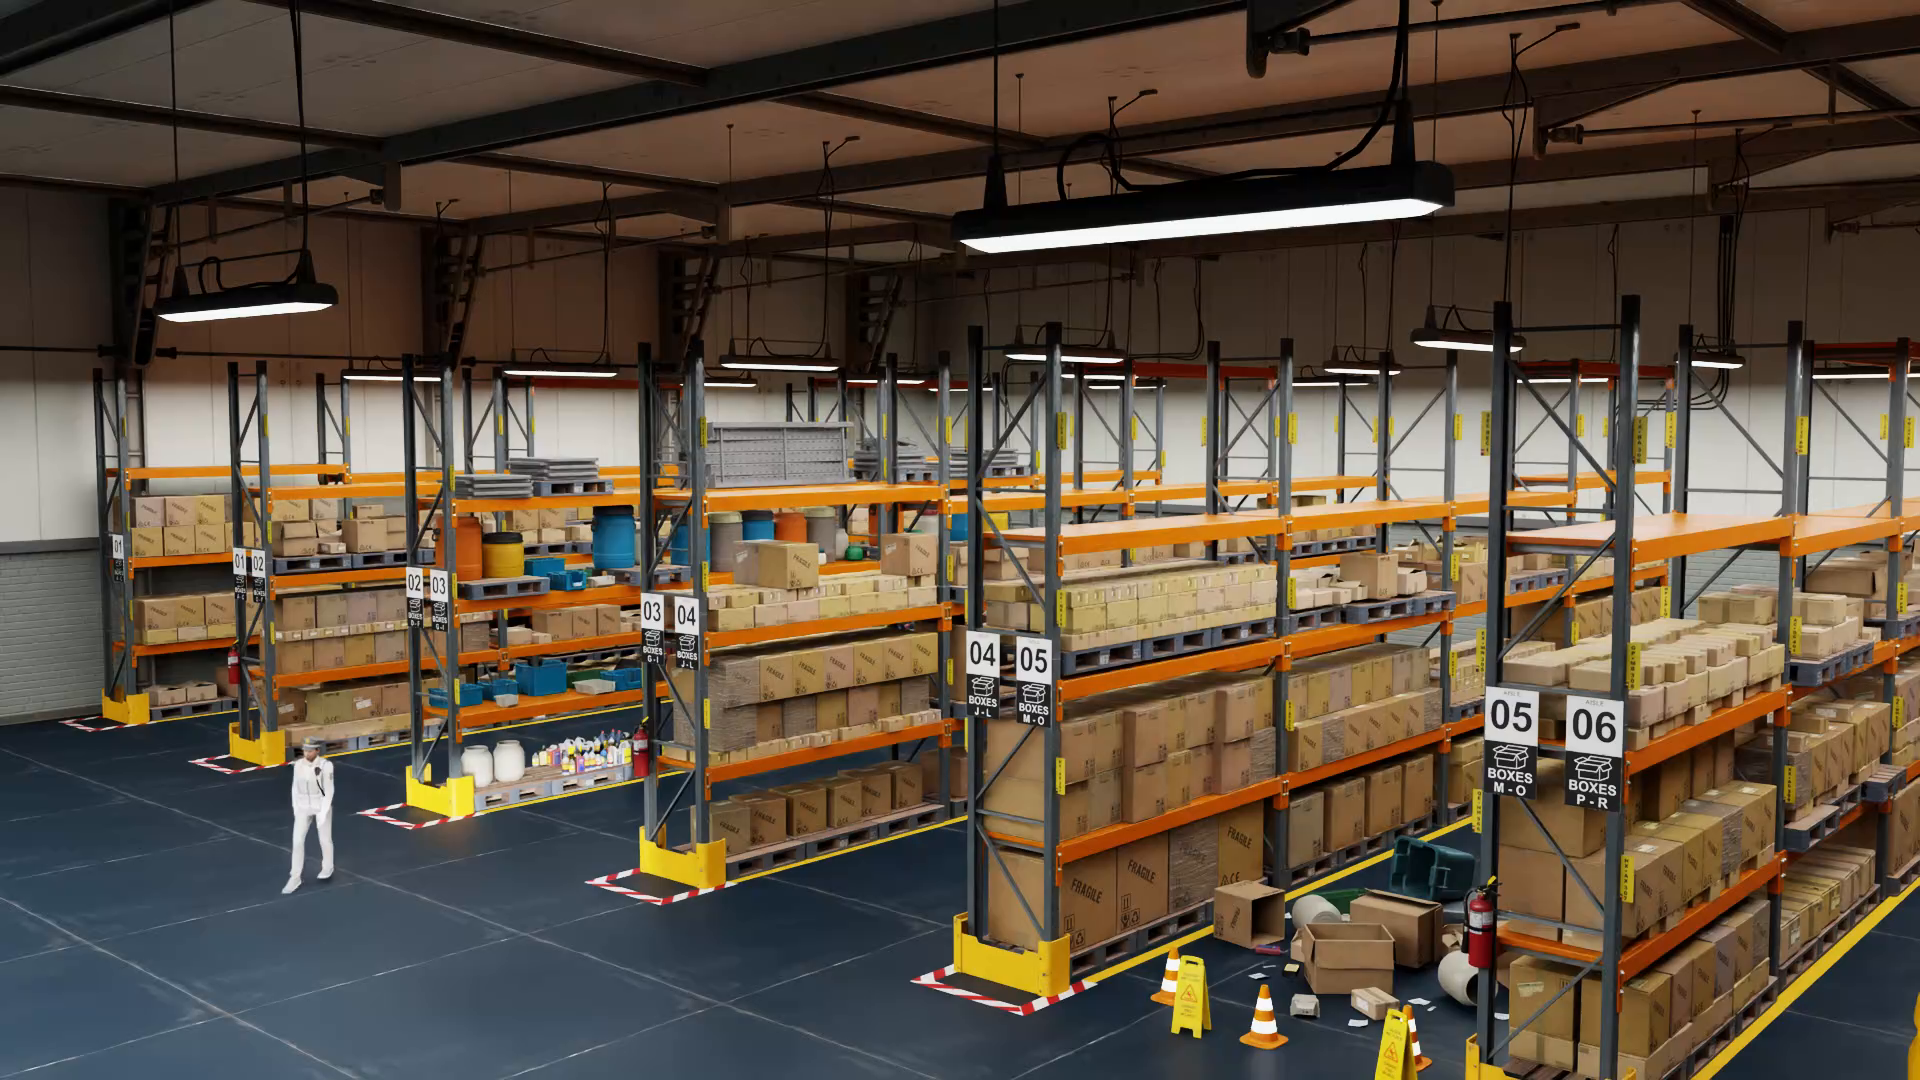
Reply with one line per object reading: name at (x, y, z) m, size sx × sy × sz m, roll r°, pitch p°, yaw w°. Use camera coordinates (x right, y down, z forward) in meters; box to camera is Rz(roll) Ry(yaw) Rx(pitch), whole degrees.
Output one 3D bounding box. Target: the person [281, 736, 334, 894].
person at (-7.160, 3.001, 18.385) m, size 0.510 × 1.694 × 0.747 m, roll 0°, pitch 4°, yaw -3°
